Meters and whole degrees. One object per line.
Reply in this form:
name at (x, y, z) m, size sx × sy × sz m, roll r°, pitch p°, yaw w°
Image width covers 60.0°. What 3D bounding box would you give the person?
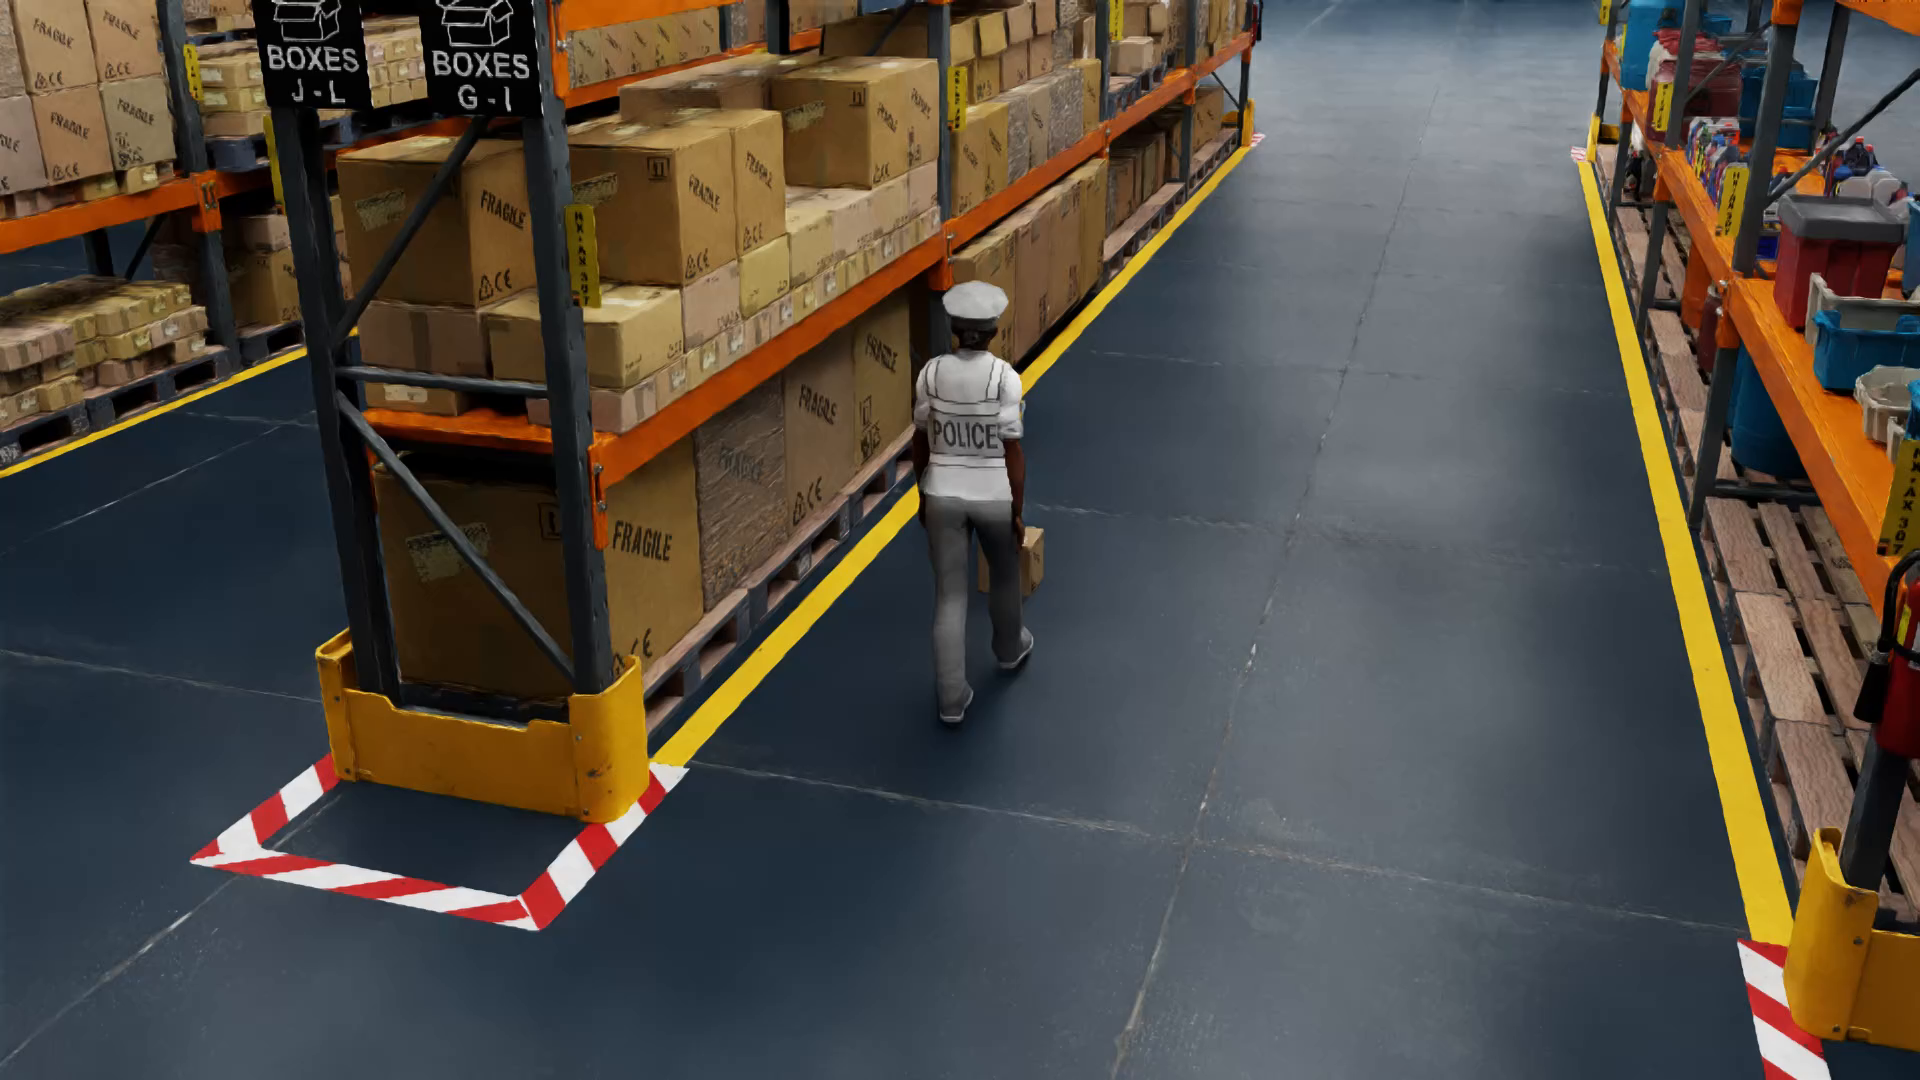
person at (0.048, -0.187, 6.506) m, size 0.467 × 1.636 × 0.792 m, roll 4°, pitch 22°, yaw 10°
